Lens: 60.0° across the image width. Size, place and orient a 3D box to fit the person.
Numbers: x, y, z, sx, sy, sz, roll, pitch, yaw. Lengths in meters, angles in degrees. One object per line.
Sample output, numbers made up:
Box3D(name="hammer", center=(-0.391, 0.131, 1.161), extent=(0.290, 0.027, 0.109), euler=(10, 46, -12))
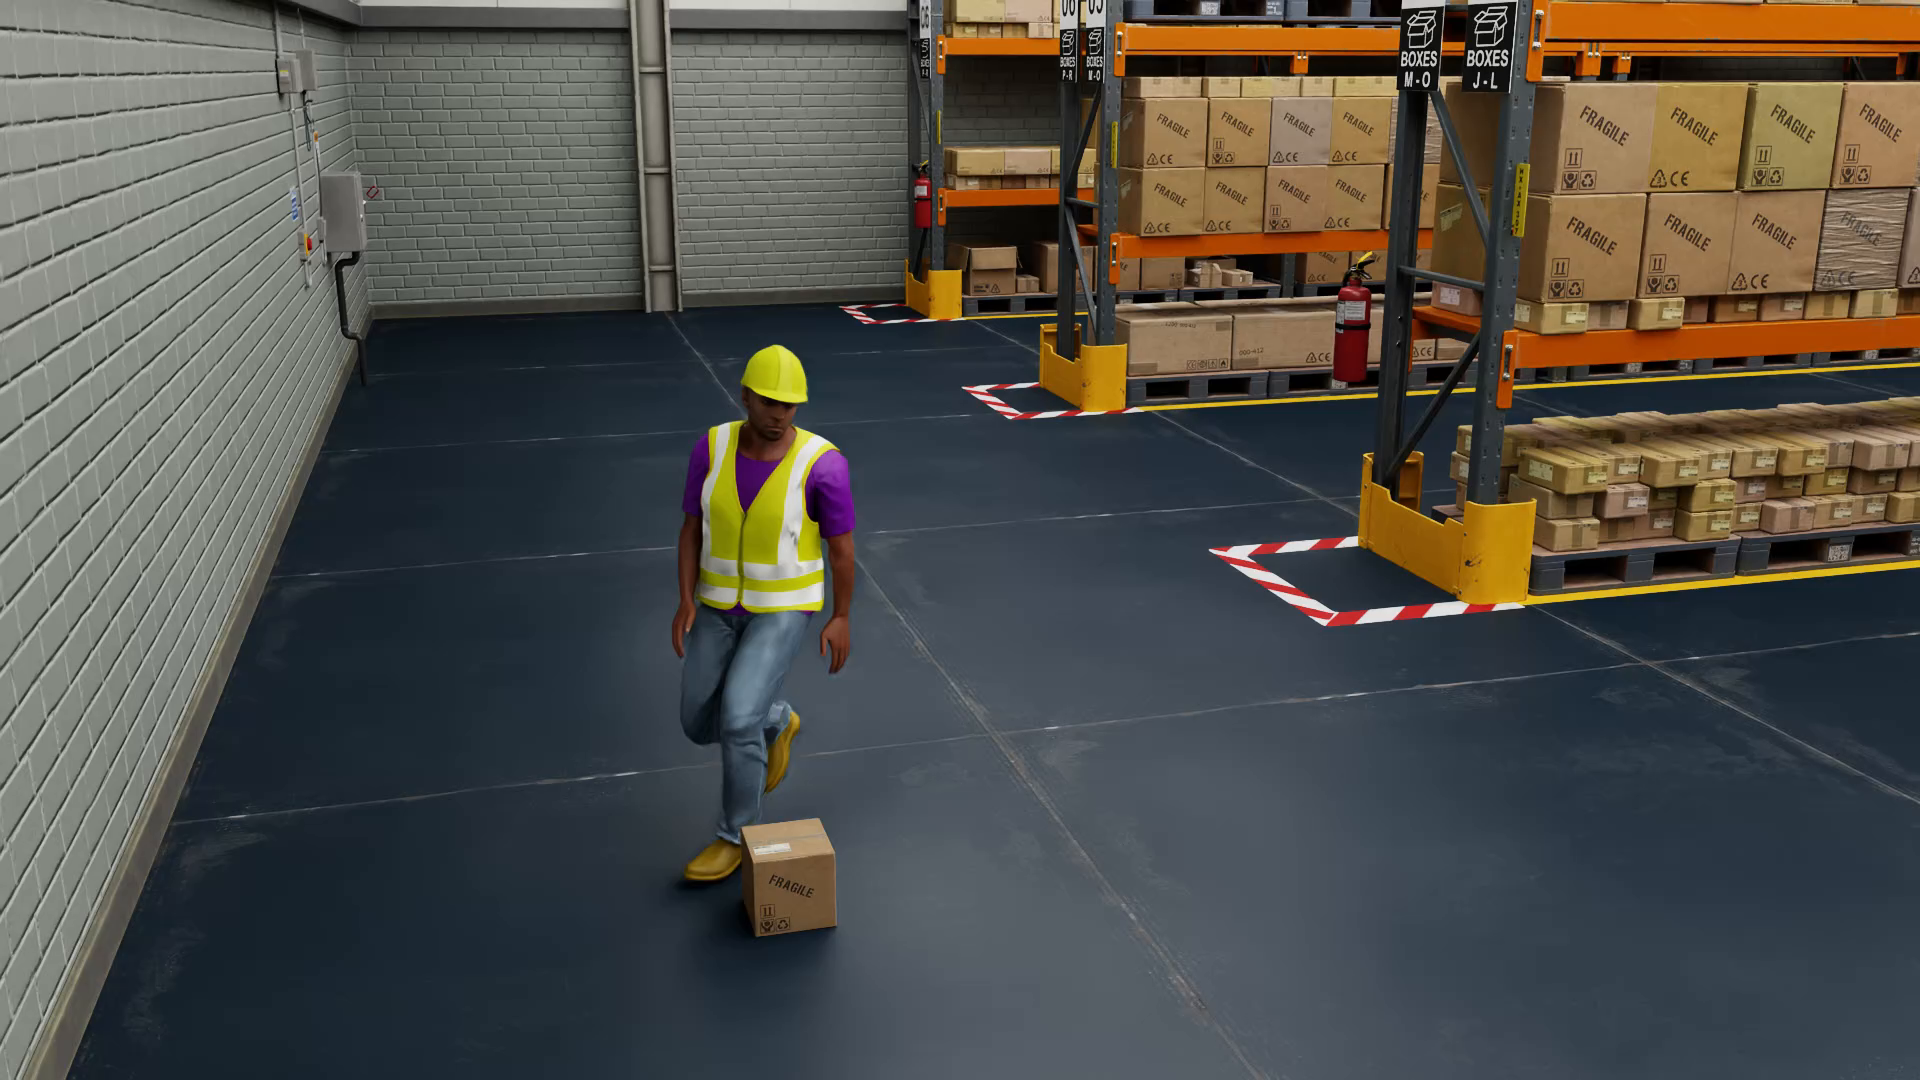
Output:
Box3D(name="person", center=(-0.670, 0.211, 5.411), extent=(0.561, 1.675, 0.801), euler=(6, 17, 19))
